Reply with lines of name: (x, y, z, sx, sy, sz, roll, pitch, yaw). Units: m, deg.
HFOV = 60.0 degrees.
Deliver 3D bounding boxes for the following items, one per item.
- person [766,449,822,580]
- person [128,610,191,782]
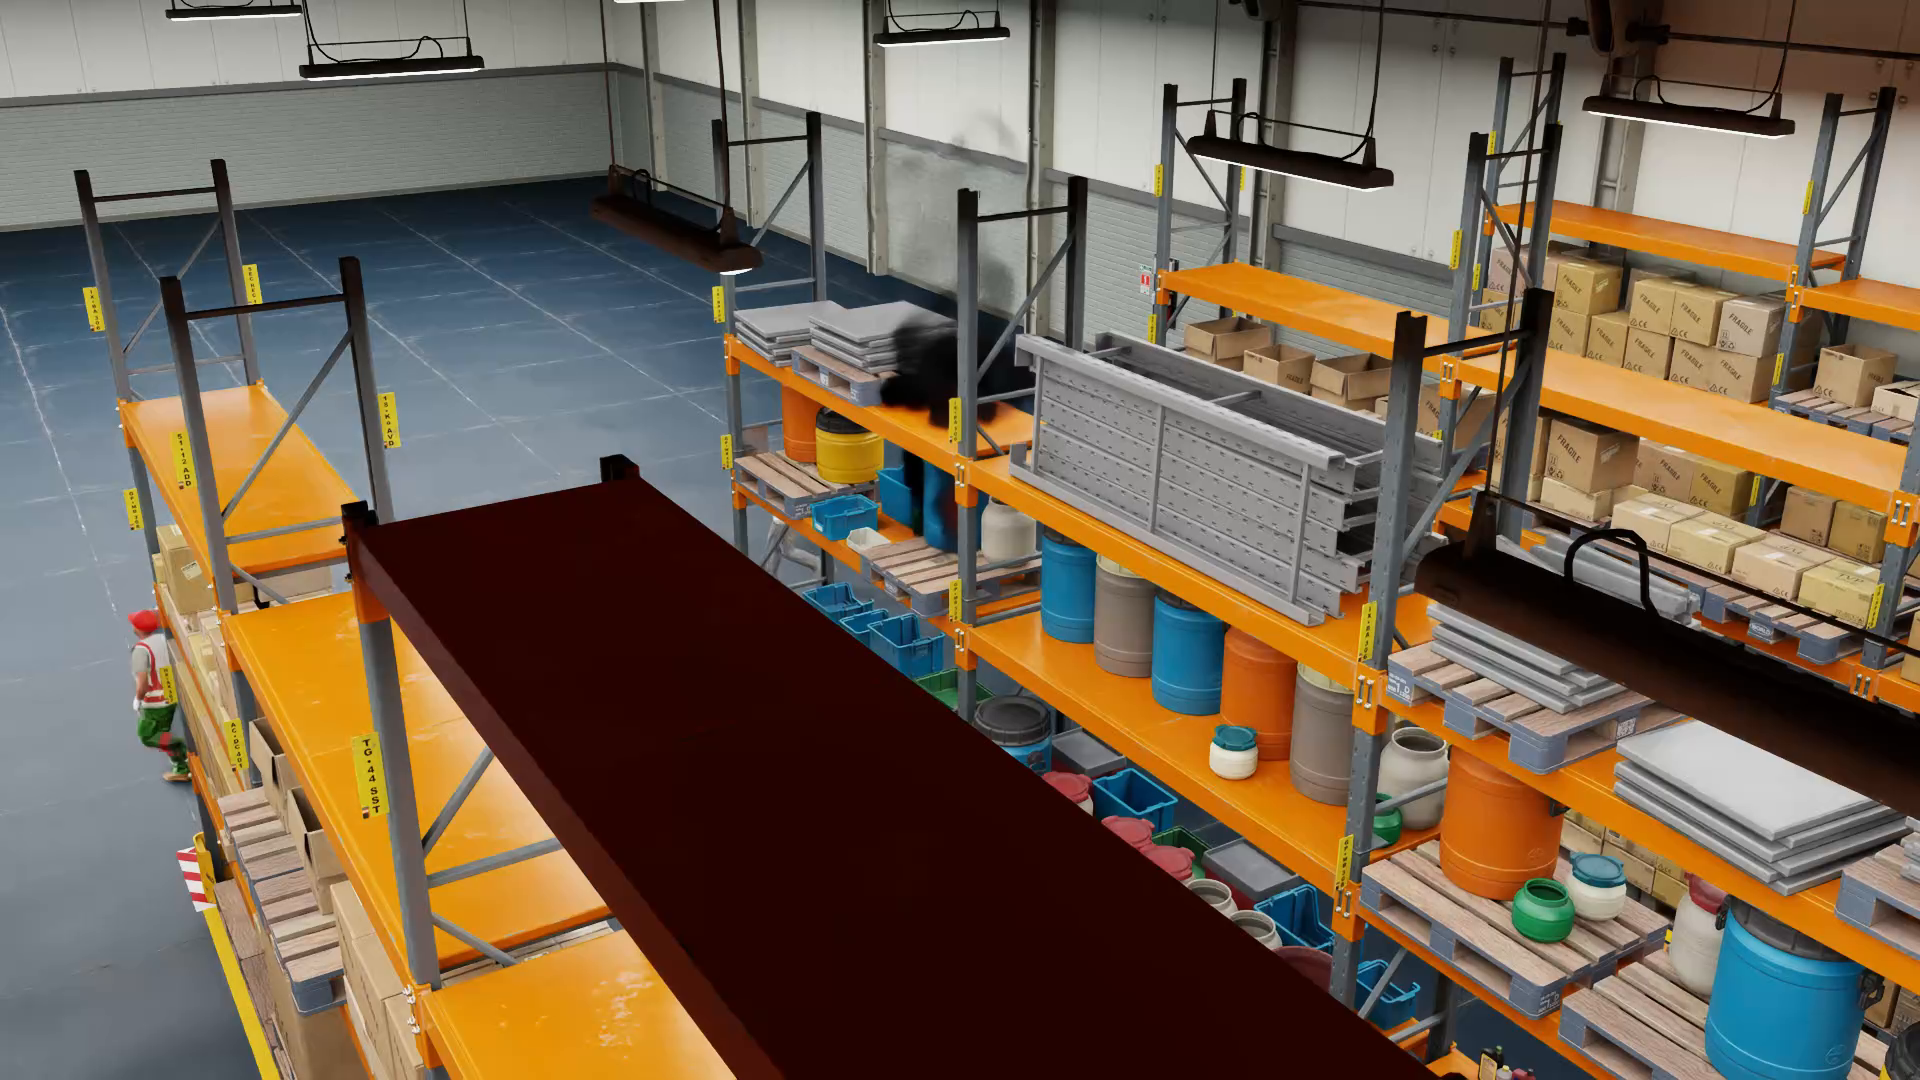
person: (-2.044, -0.251, 19.626, 0.966, 1.747, 0.710, -2, 22, -5)
person: (-7.387, 1.473, 15.401, 0.662, 1.751, 0.681, 5, 22, 12)
